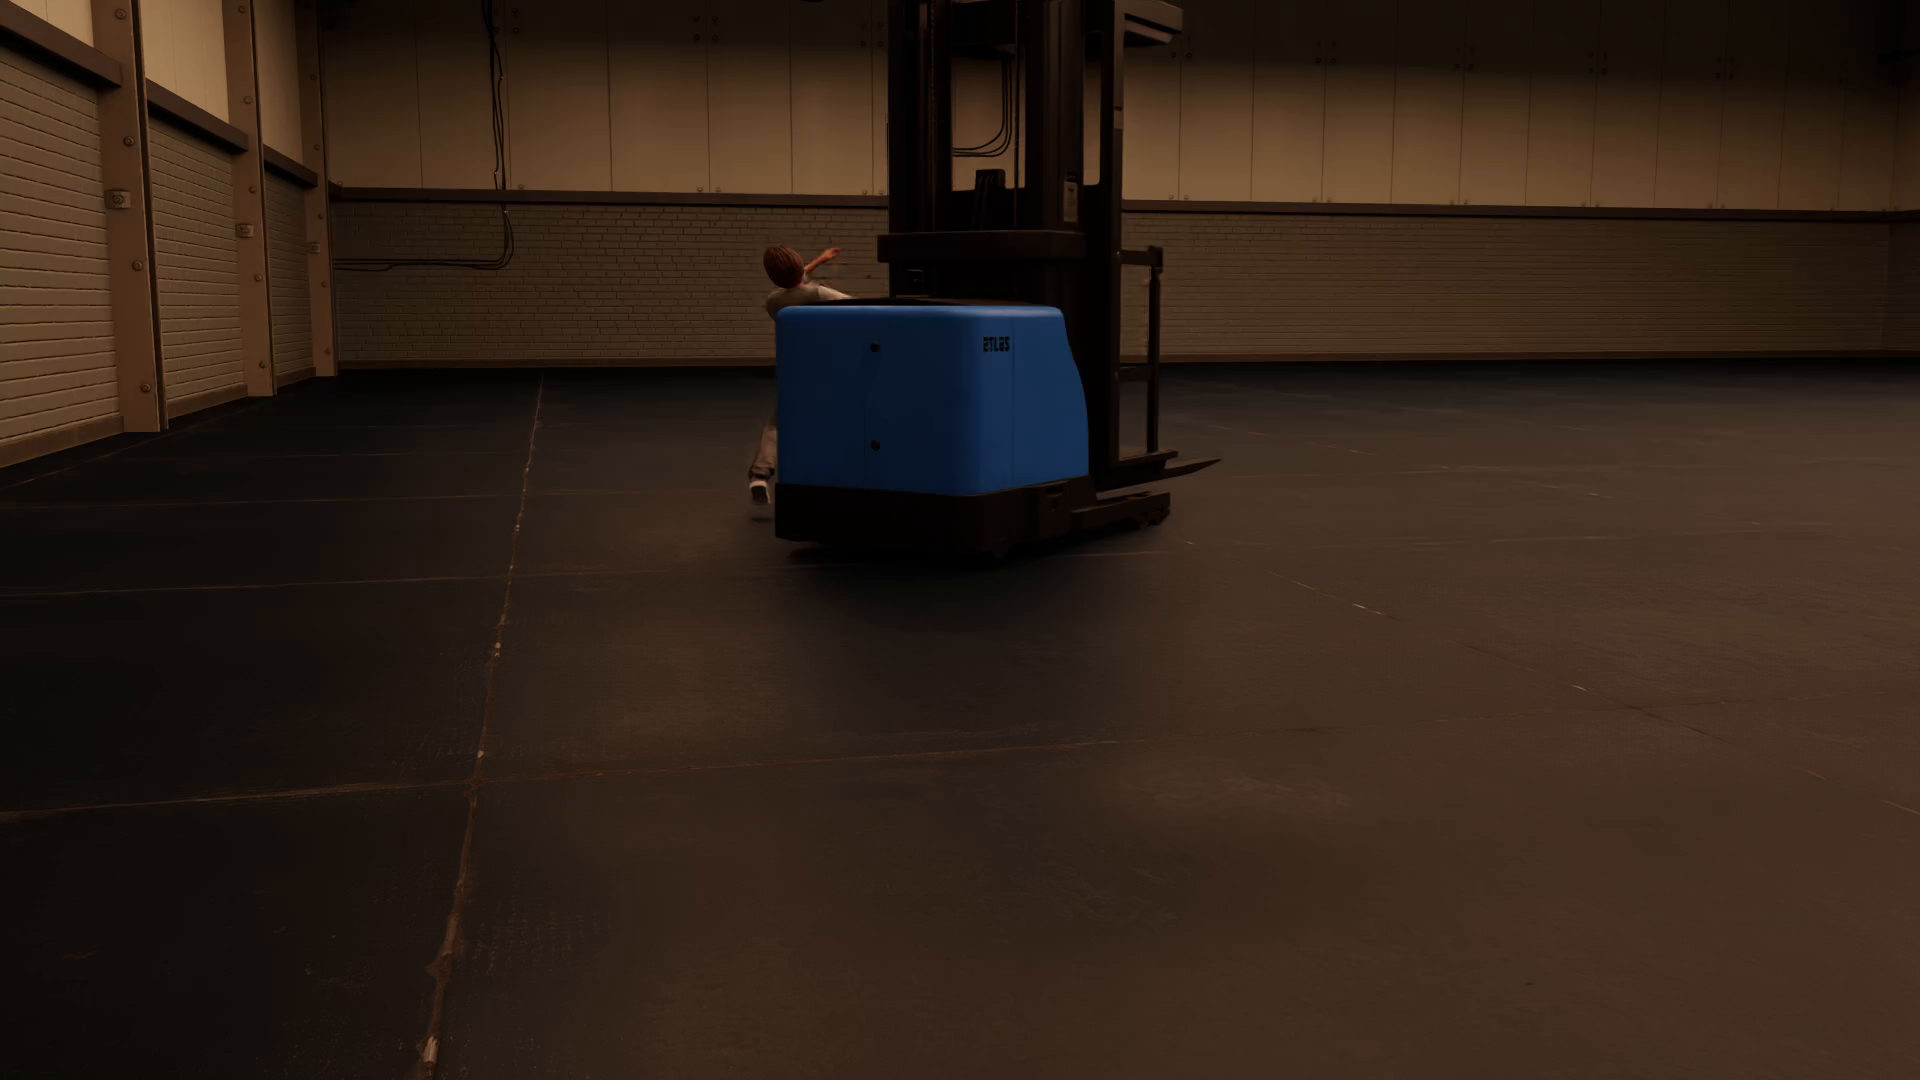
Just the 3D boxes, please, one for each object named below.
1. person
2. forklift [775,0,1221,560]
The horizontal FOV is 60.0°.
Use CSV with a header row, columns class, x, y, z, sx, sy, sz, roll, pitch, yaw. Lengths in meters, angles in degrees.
class,x,y,z,sx,sy,sz,roll,pitch,yaw
person,-0.612,-0.840,8.655,0.917,1.366,0.686,1,8,8
forklift,0.391,-1.533,8.088,1.130,2.935,3.031,5,9,31
